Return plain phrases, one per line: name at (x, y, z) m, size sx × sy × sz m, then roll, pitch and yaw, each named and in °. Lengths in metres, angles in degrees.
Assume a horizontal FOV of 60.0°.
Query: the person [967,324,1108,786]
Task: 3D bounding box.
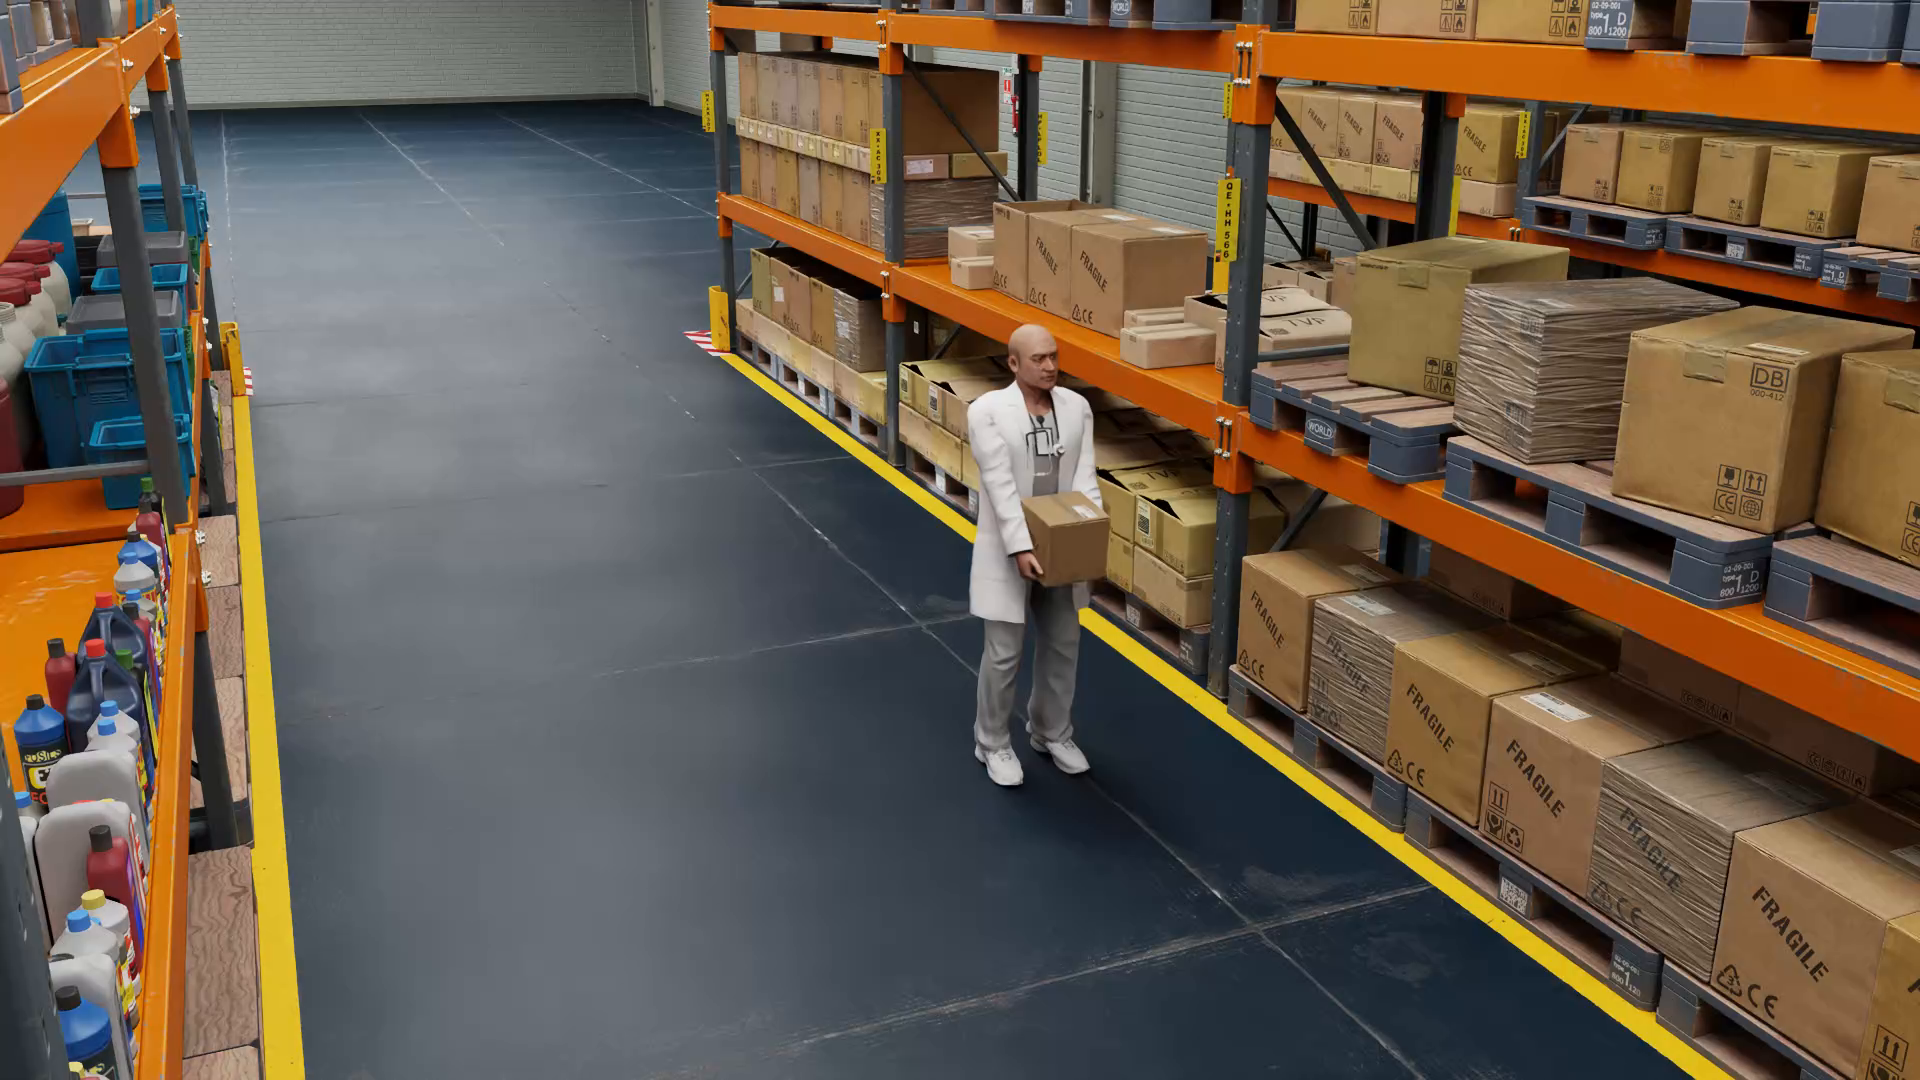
person at (0.313, 0.083, 6.342) m, size 0.526 × 1.780 × 0.556 m, roll -8°, pitch 20°, yaw -23°
